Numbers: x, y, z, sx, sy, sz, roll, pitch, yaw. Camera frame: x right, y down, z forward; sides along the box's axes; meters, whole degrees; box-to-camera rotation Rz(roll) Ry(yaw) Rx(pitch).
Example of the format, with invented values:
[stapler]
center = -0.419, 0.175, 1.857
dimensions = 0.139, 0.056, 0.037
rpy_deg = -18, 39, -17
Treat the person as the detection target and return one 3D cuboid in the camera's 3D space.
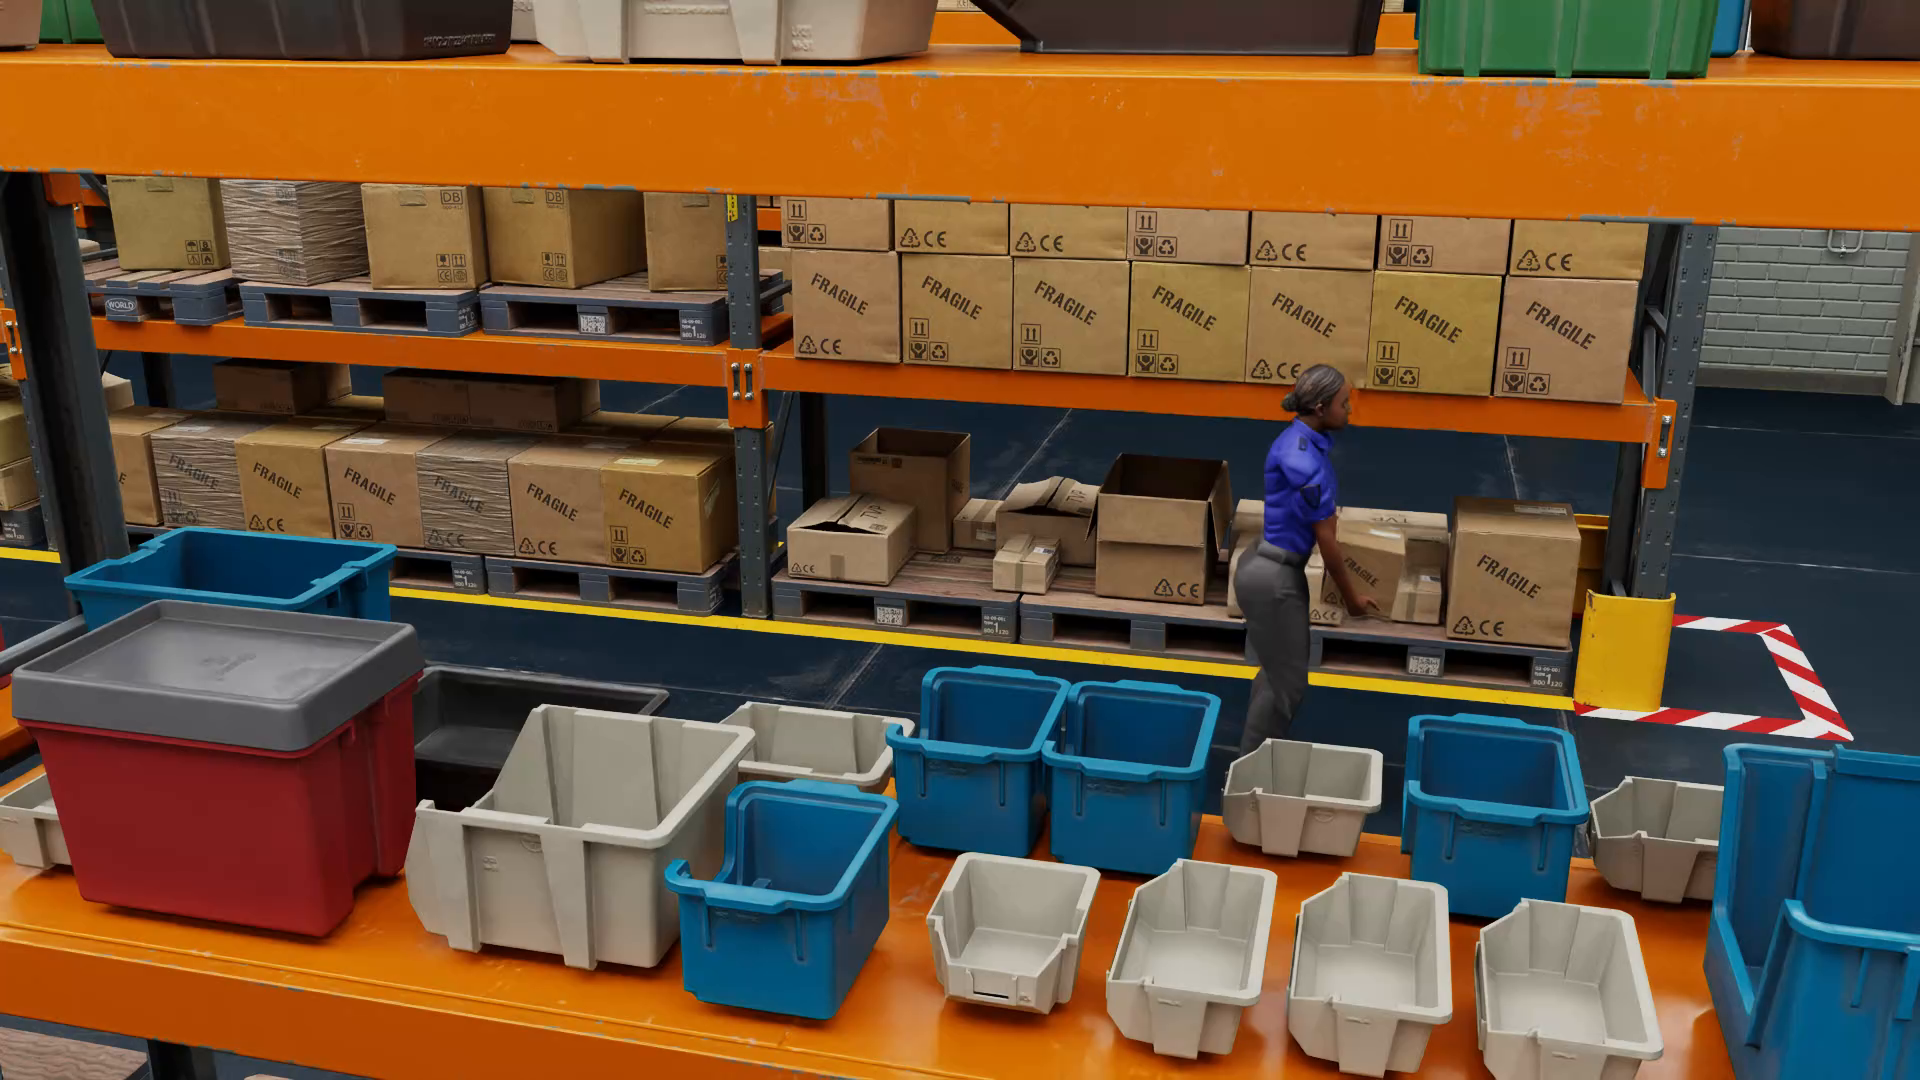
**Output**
[person]
center = 1.275, 0.175, 6.111
dimensions = 0.530, 1.623, 0.412
rpy_deg = 4, 19, 12
